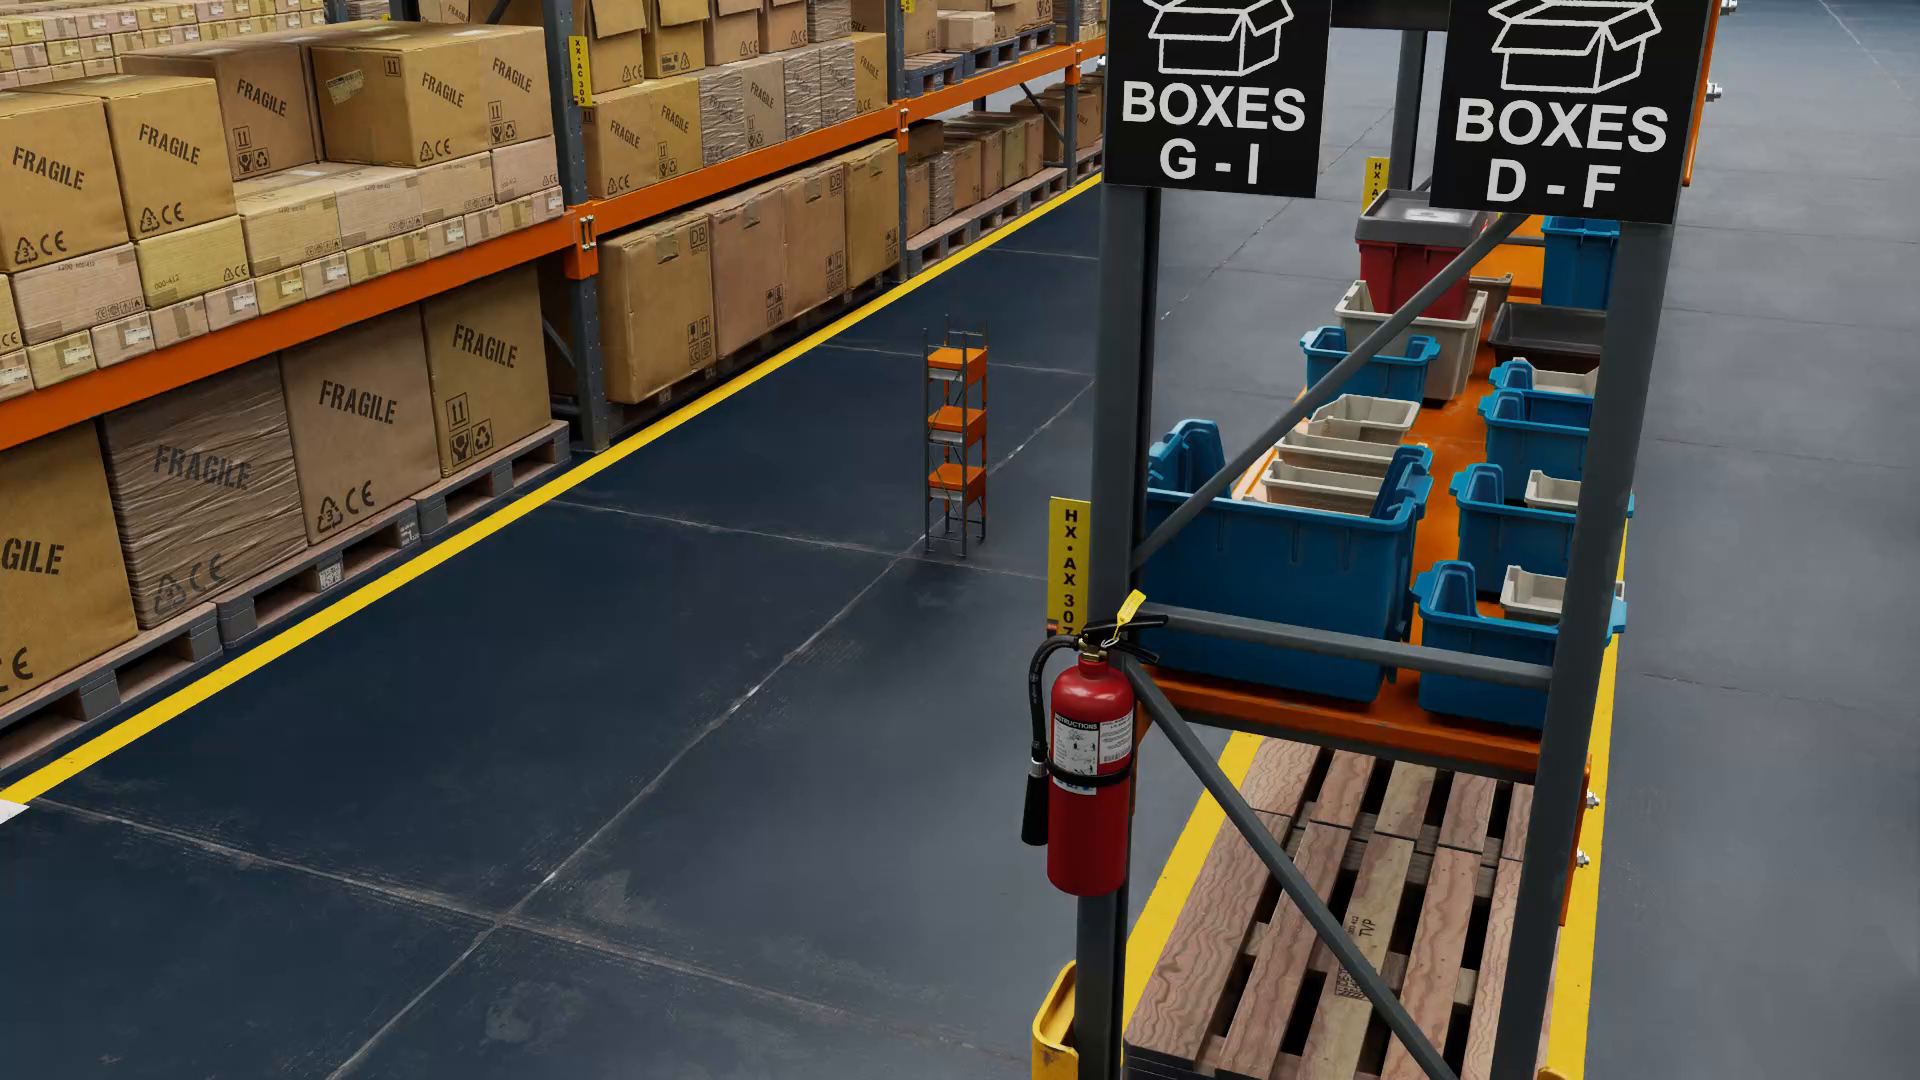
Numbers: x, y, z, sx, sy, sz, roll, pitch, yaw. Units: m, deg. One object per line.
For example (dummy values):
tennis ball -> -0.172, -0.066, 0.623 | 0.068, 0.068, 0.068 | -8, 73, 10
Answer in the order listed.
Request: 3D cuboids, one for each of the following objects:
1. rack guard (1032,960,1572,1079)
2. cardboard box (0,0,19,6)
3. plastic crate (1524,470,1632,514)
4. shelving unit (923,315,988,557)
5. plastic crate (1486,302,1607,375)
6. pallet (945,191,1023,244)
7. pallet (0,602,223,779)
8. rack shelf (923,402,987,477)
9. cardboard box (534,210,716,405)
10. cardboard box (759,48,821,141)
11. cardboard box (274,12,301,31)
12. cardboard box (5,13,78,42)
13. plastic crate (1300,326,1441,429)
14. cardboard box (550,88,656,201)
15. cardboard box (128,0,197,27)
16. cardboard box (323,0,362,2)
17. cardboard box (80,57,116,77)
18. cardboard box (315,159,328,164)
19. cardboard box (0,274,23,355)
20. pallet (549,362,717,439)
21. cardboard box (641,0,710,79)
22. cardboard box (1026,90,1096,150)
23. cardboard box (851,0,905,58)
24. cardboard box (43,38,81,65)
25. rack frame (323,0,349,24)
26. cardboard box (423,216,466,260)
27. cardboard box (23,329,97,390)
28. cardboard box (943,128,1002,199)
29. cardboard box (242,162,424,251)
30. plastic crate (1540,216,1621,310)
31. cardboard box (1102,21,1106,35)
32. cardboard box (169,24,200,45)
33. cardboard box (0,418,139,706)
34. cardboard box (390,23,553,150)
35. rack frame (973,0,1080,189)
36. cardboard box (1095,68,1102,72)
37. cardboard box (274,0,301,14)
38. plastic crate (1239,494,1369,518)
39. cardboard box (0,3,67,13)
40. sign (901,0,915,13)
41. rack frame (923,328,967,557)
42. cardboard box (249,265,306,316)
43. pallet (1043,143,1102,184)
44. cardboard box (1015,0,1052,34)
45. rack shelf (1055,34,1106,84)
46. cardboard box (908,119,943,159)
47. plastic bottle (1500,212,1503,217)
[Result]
rack guard -> 0.753, 1.380, 3.797 | 1.175, 0.500, 0.348 | 9, 24, 20
cardboard box -> -9.383, -5.225, 16.148 | 0.380, 0.149, 0.250 | 9, 24, 20
plastic crate -> 1.595, -0.076, 4.306 | 0.250, 0.136, 0.298 | 9, 24, 20
shelving unit -> -0.020, -0.465, 7.502 | 0.215, 1.050, 0.252 | 9, 24, 20
plastic crate -> 2.069, -0.677, 5.757 | 0.437, 0.125, 0.590 | 9, 24, 20
pallet -> -0.131, -2.783, 14.139 | 1.003, 0.211, 1.213 | 9, 24, 20
pallet -> -3.625, 0.497, 6.287 | 1.003, 0.211, 1.213 | 9, 24, 20
rack shelf -> -0.020, -0.456, 7.506 | 0.215, 0.259, 0.240 | 9, 24, 20
cardboard box -> -2.144, -1.369, 9.348 | 1.225, 0.875, 0.875 | 9, 24, 20
cardboard box -> -1.211, -2.826, 10.493 | 0.500, 0.500, 0.500 | 8, 24, 18
cardboard box -> -5.304, -3.979, 12.780 | 0.380, 0.149, 0.250 | 10, 25, 22
cardboard box -> -6.067, -3.379, 10.956 | 0.380, 0.149, 0.250 | 8, 24, 19
plastic crate -> 1.274, -0.506, 5.208 | 0.416, 0.233, 0.300 | 9, 24, 20
cardboard box -> -1.960, -2.099, 8.754 | 0.500, 0.500, 0.500 | 9, 24, 20
cardboard box -> -5.684, -3.751, 11.847 | 0.380, 0.149, 0.250 | 10, 25, 23
cardboard box -> -5.269, -4.768, 13.847 | 0.700, 0.500, 0.500 | 9, 24, 20
cardboard box -> -5.975, -3.193, 11.284 | 0.380, 0.149, 0.250 | 8, 24, 18
cardboard box -> -2.971, -1.684, 7.699 | 0.500, 0.250, 0.500 | 9, 24, 20
cardboard box -> -3.420, -0.694, 5.328 | 0.500, 0.250, 0.500 | 8, 24, 19
pallet -> -2.147, -0.924, 9.689 | 1.003, 0.211, 1.213 | 9, 24, 20
cardboard box -> -1.868, -2.907, 9.386 | 0.797, 0.503, 0.637 | 9, 24, 21
cardboard box -> 1.000, -4.171, 16.541 | 0.500, 0.500, 0.500 | 18, 29, 37
cardboard box -> -0.714, -3.794, 12.267 | 0.500, 0.500, 0.500 | 6, 23, 14
cardboard box -> -6.072, -3.239, 11.008 | 0.380, 0.149, 0.250 | 8, 24, 18
rack frame -> -5.445, -4.102, 13.678 | 1.000, 3.000, 0.127 | 9, 24, 20
cardboard box -> -2.459, -1.376, 7.479 | 0.380, 0.149, 0.250 | 9, 24, 21
cardboard box -> -3.222, -0.640, 5.717 | 0.380, 0.149, 0.250 | 8, 24, 19
cardboard box -> -0.042, -3.252, 14.315 | 0.700, 0.500, 0.500 | 7, 24, 15
cardboard box -> -2.663, -1.428, 7.086 | 0.500, 0.250, 0.500 | 9, 24, 21
plastic crate -> 2.378, -1.019, 6.242 | 0.392, 0.384, 0.575 | 9, 24, 20
cardboard box -> 1.223, -4.977, 16.099 | 0.380, 0.149, 0.250 | 9, 24, 20
cardboard box -> -5.683, -3.613, 11.903 | 0.380, 0.149, 0.250 | 9, 24, 21
cardboard box -> -3.686, 0.054, 5.942 | 0.875, 0.875, 0.875 | 9, 24, 20
cardboard box -> -2.286, -2.135, 7.806 | 0.500, 0.500, 0.500 | 10, 24, 22
rack frame -> 0.608, -4.787, 15.318 | 1.000, 3.000, 0.127 | 9, 24, 20
cardboard box -> 1.846, -5.038, 18.617 | 0.500, 0.500, 0.500 | 14, 26, 30
cardboard box -> -5.297, -4.124, 12.739 | 0.380, 0.149, 0.250 | 8, 24, 19
plastic crate -> 0.884, -0.007, 4.140 | 0.396, 0.136, 0.243 | 9, 24, 20
cardboard box -> -6.478, -3.661, 11.631 | 0.380, 0.149, 0.250 | 8, 24, 18
sign -> -0.361, -3.811, 11.481 | 0.100, 0.325, 0.005 | 9, 24, 20
rack frame -> -0.065, -0.422, 7.397 | 0.200, 1.050, 0.008 | 9, 24, 20
cardboard box -> -2.841, -1.007, 6.595 | 0.380, 0.149, 0.250 | 8, 24, 19
pallet -> 0.825, -3.746, 16.443 | 1.003, 0.211, 1.213 | 9, 24, 20
cardboard box -> 0.183, -4.993, 14.489 | 1.000, 1.000, 1.000 | 9, 24, 20
rack shelf -> 1.351, -5.171, 17.170 | 1.077, 0.370, 4.000 | 9, 24, 20
cardboard box -> -0.469, -3.186, 13.186 | 0.500, 0.250, 0.500 | 12, 25, 26
plastic bottle -> 2.475, -1.613, 7.785 | 0.144, 0.351, 0.185 | 9, 24, 20
